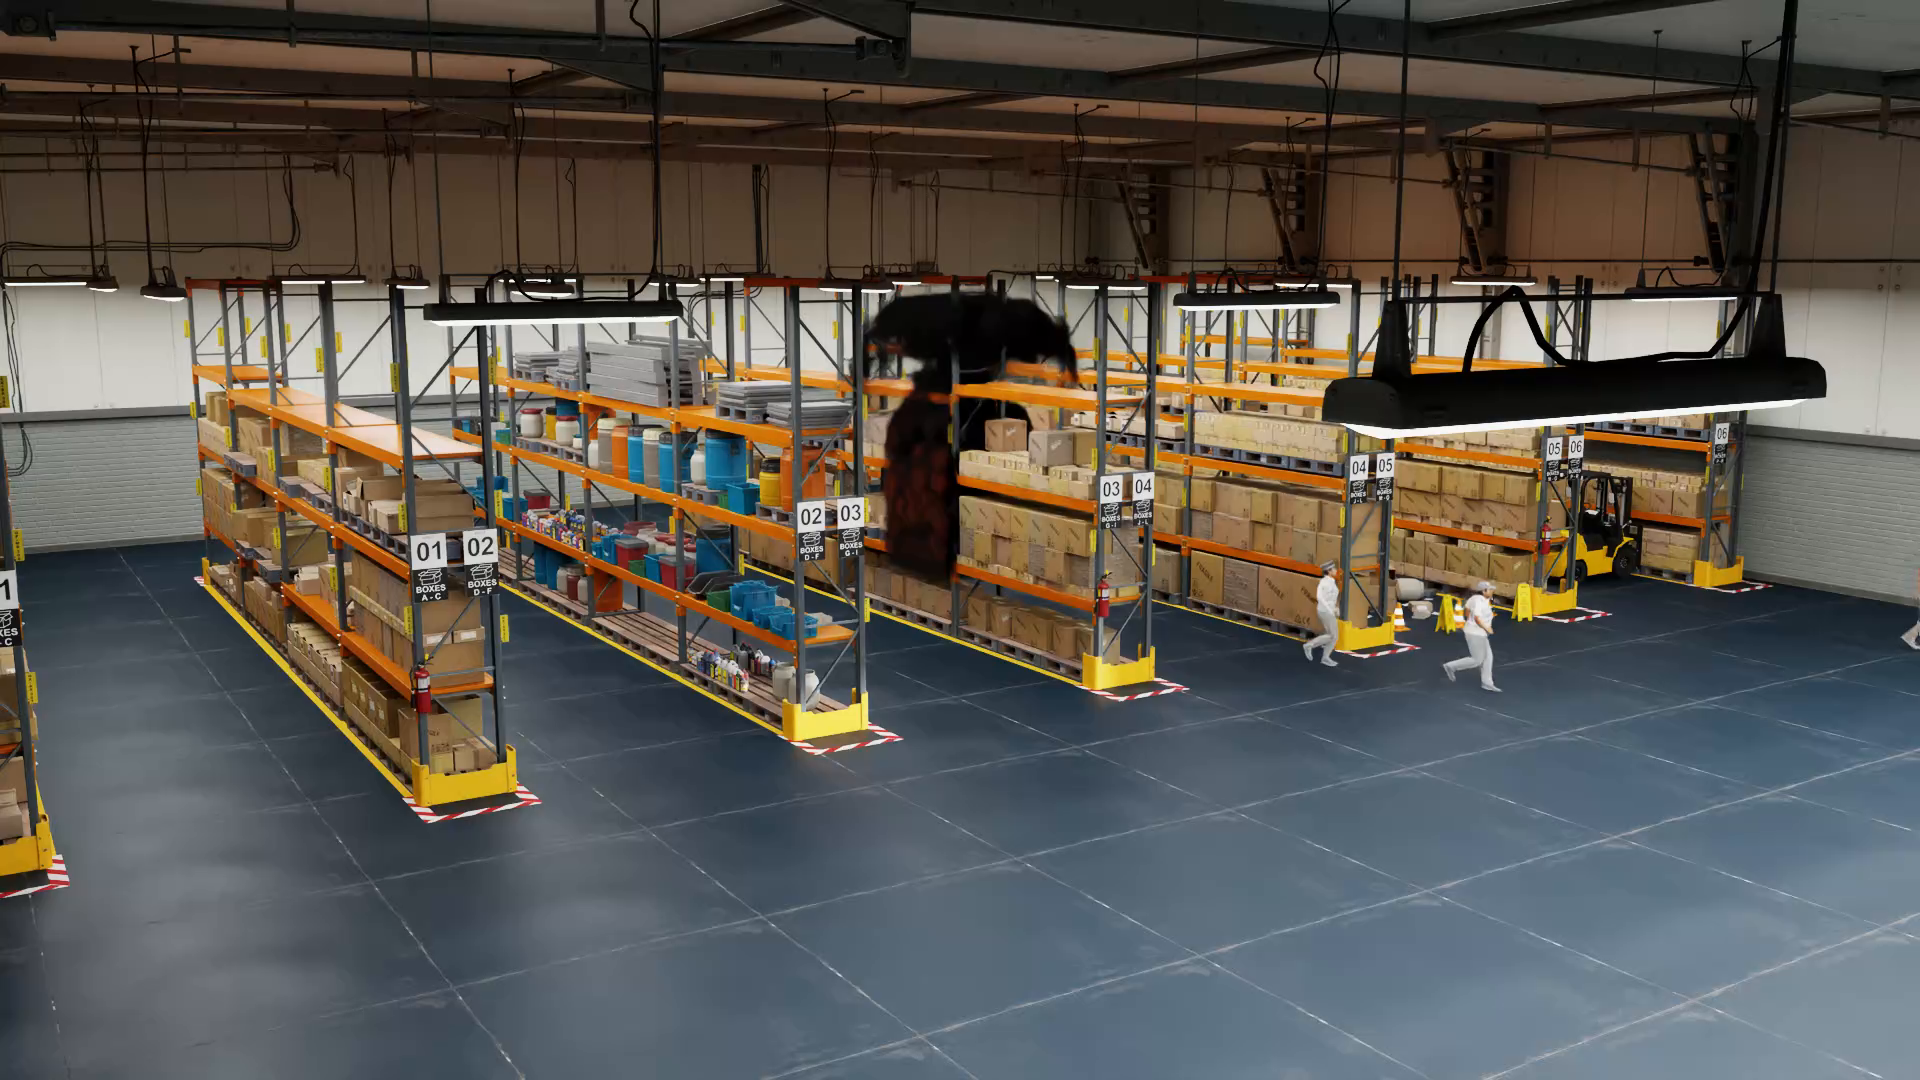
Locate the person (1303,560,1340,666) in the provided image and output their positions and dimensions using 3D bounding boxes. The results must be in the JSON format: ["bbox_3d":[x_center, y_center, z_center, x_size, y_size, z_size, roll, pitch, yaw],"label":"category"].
[{"bbox_3d":[5.765,1.131,26.382,0.559,1.647,0.653,3,10,17],"label":"person"}]

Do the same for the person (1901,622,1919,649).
[{"bbox_3d":[15.848,1.031,26.874,1.015,1.752,0.658,7,12,38],"label":"person"}]

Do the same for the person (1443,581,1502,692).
[{"bbox_3d":[7.638,1.426,24.695,0.859,1.660,0.630,2,10,10],"label":"person"}]
